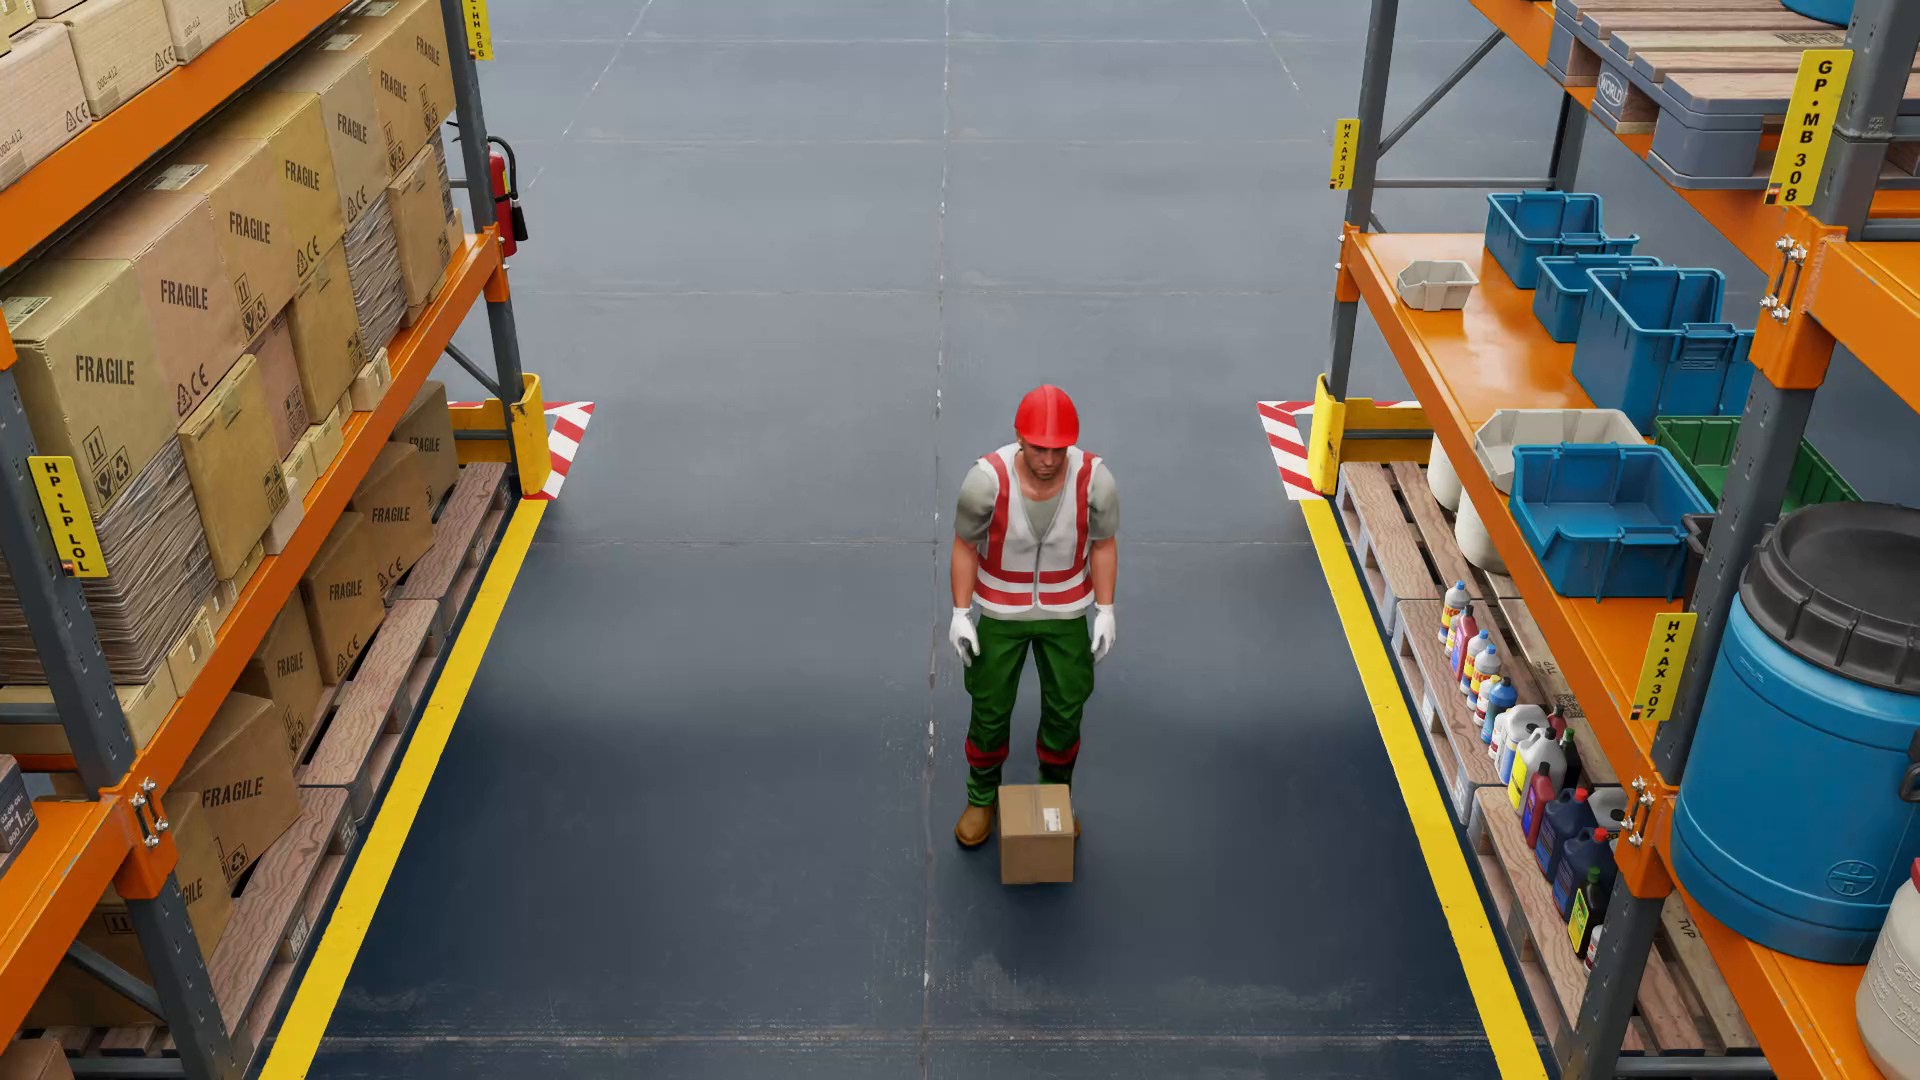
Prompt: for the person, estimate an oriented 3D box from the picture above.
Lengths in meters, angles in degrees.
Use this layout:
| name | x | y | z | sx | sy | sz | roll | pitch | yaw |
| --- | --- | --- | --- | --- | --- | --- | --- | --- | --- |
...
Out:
| name | x | y | z | sx | sy | sz | roll | pitch | yaw |
| --- | --- | --- | --- | --- | --- | --- | --- | --- | --- |
| person | 0.249 | 0.263 | 5.685 | 0.579 | 1.780 | 0.441 | -1 | 31 | -2 |
